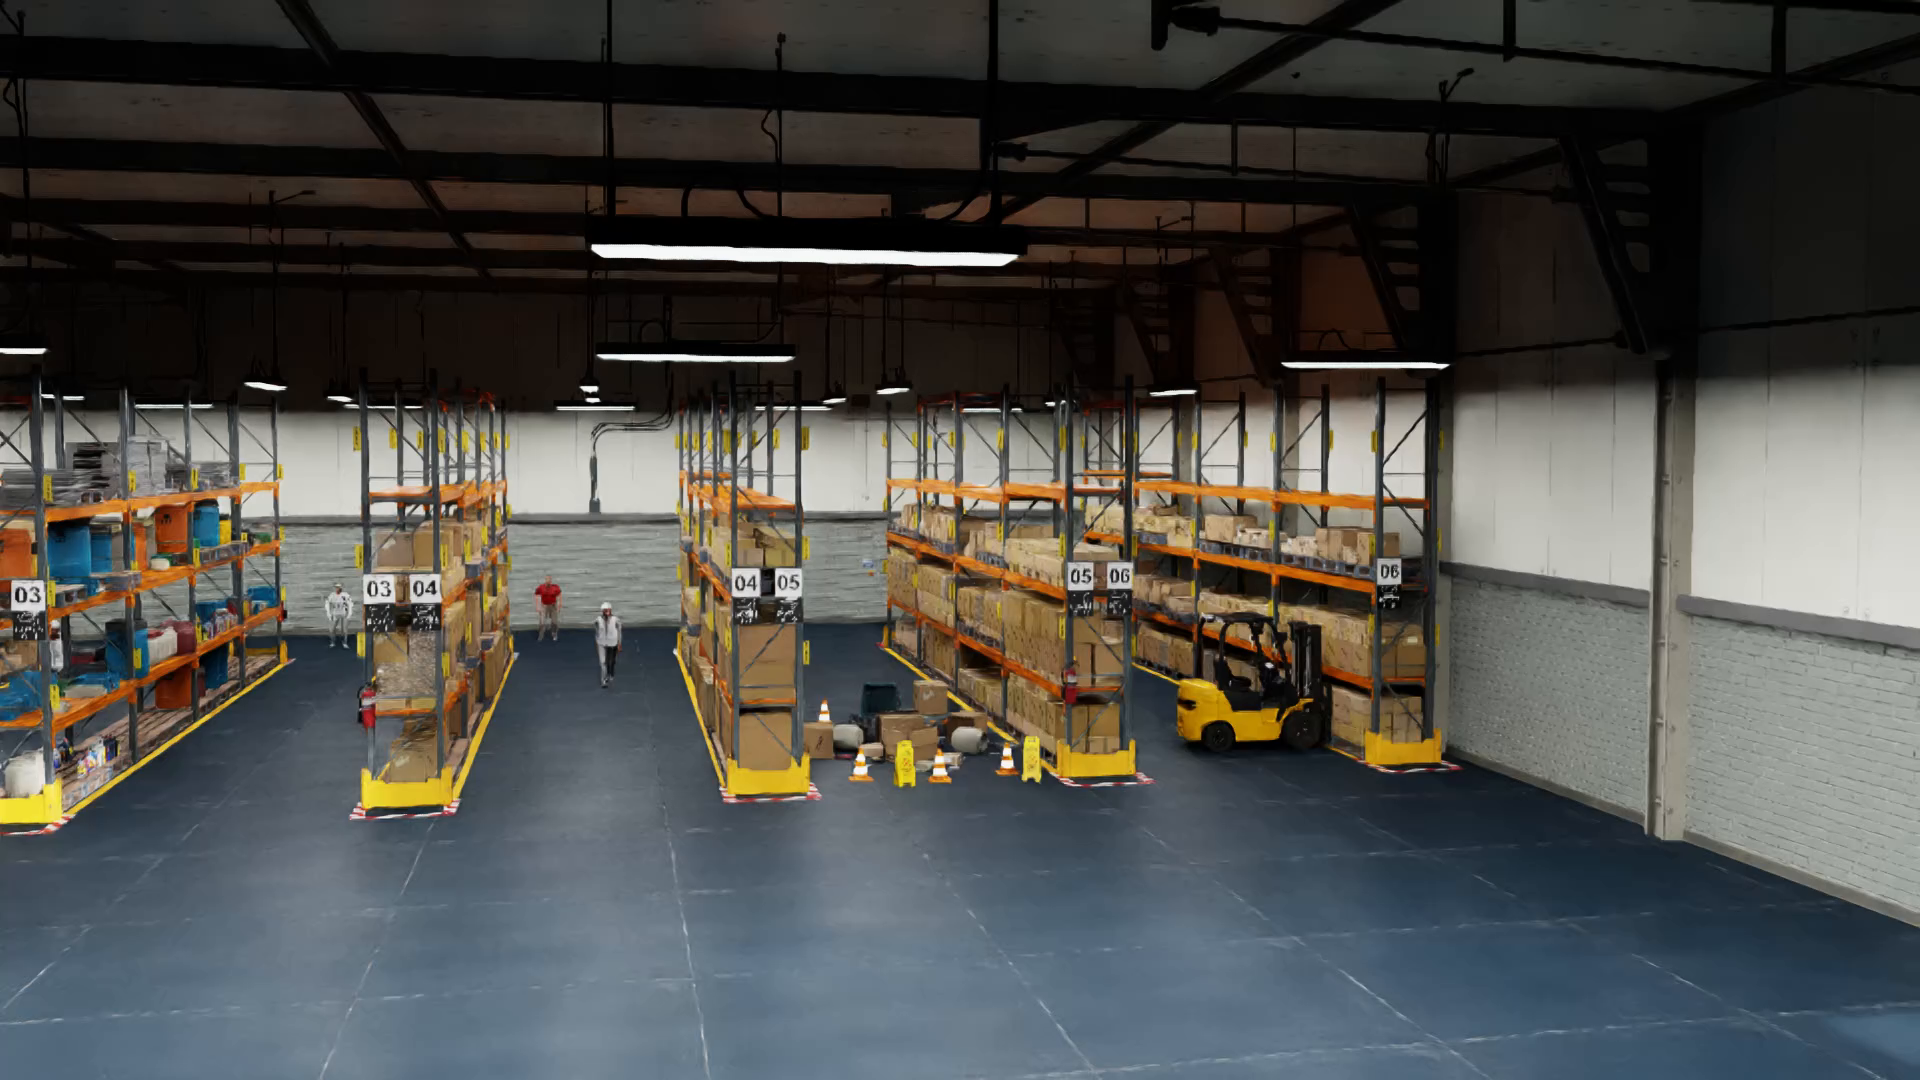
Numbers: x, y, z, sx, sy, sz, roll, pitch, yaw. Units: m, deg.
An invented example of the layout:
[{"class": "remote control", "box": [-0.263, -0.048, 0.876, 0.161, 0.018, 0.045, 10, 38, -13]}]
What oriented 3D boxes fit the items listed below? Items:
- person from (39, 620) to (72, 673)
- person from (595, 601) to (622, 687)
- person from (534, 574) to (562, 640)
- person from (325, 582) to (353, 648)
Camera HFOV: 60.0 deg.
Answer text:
[{"class": "person", "box": [-16.672, 2.312, 30.642, 0.566, 1.706, 1.122, -1, 3, -9]}, {"class": "person", "box": [-7.202, 2.114, 34.076, 0.553, 1.725, 1.030, -1, 3, -13]}, {"class": "person", "box": [-10.322, 1.735, 41.716, 0.682, 1.583, 0.535, -1, 4, -14]}, {"class": "person", "box": [-14.996, 1.805, 40.167, 0.639, 1.632, 0.506, -1, 4, -15]}]
